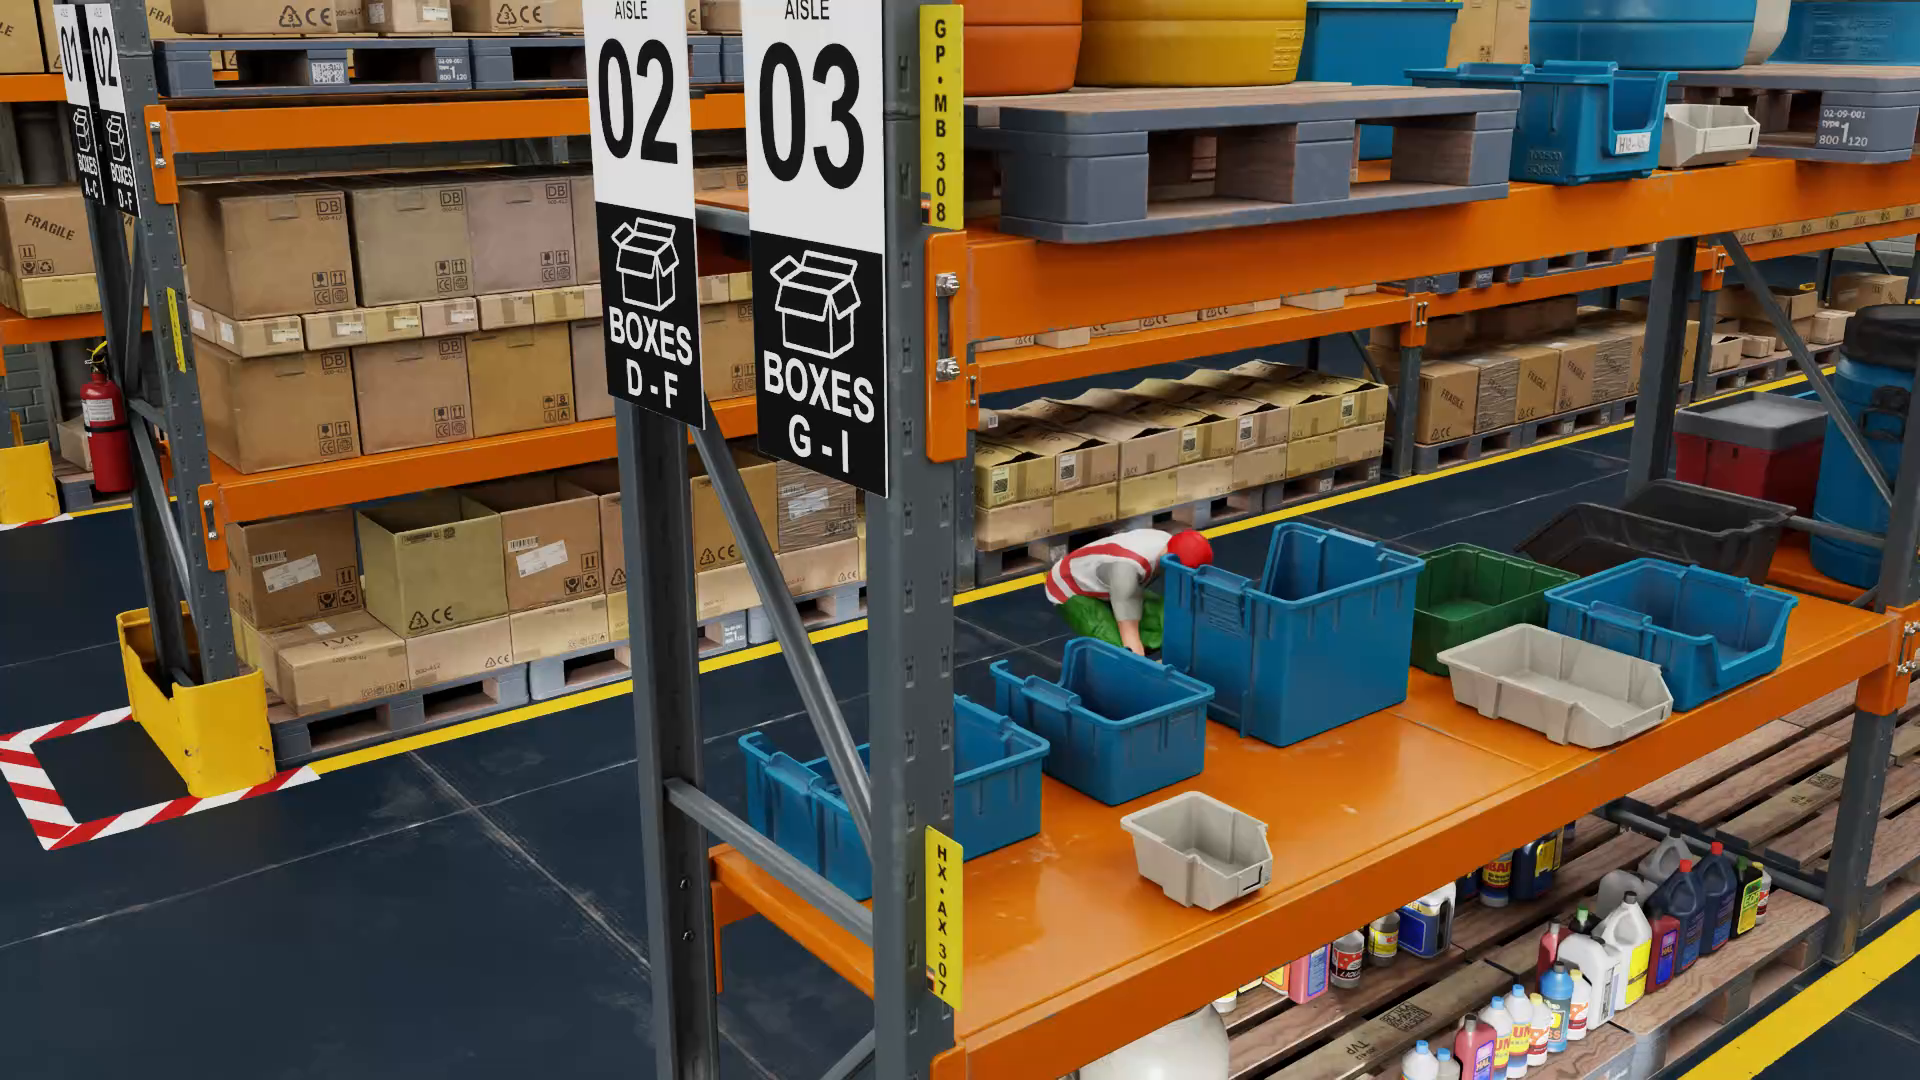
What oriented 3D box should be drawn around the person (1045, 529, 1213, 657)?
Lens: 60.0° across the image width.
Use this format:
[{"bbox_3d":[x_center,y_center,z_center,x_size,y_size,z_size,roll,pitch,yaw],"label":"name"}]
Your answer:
[{"bbox_3d":[0.821,0.318,7.978,0.571,0.906,0.887,-13,22,-36],"label":"person"}]
